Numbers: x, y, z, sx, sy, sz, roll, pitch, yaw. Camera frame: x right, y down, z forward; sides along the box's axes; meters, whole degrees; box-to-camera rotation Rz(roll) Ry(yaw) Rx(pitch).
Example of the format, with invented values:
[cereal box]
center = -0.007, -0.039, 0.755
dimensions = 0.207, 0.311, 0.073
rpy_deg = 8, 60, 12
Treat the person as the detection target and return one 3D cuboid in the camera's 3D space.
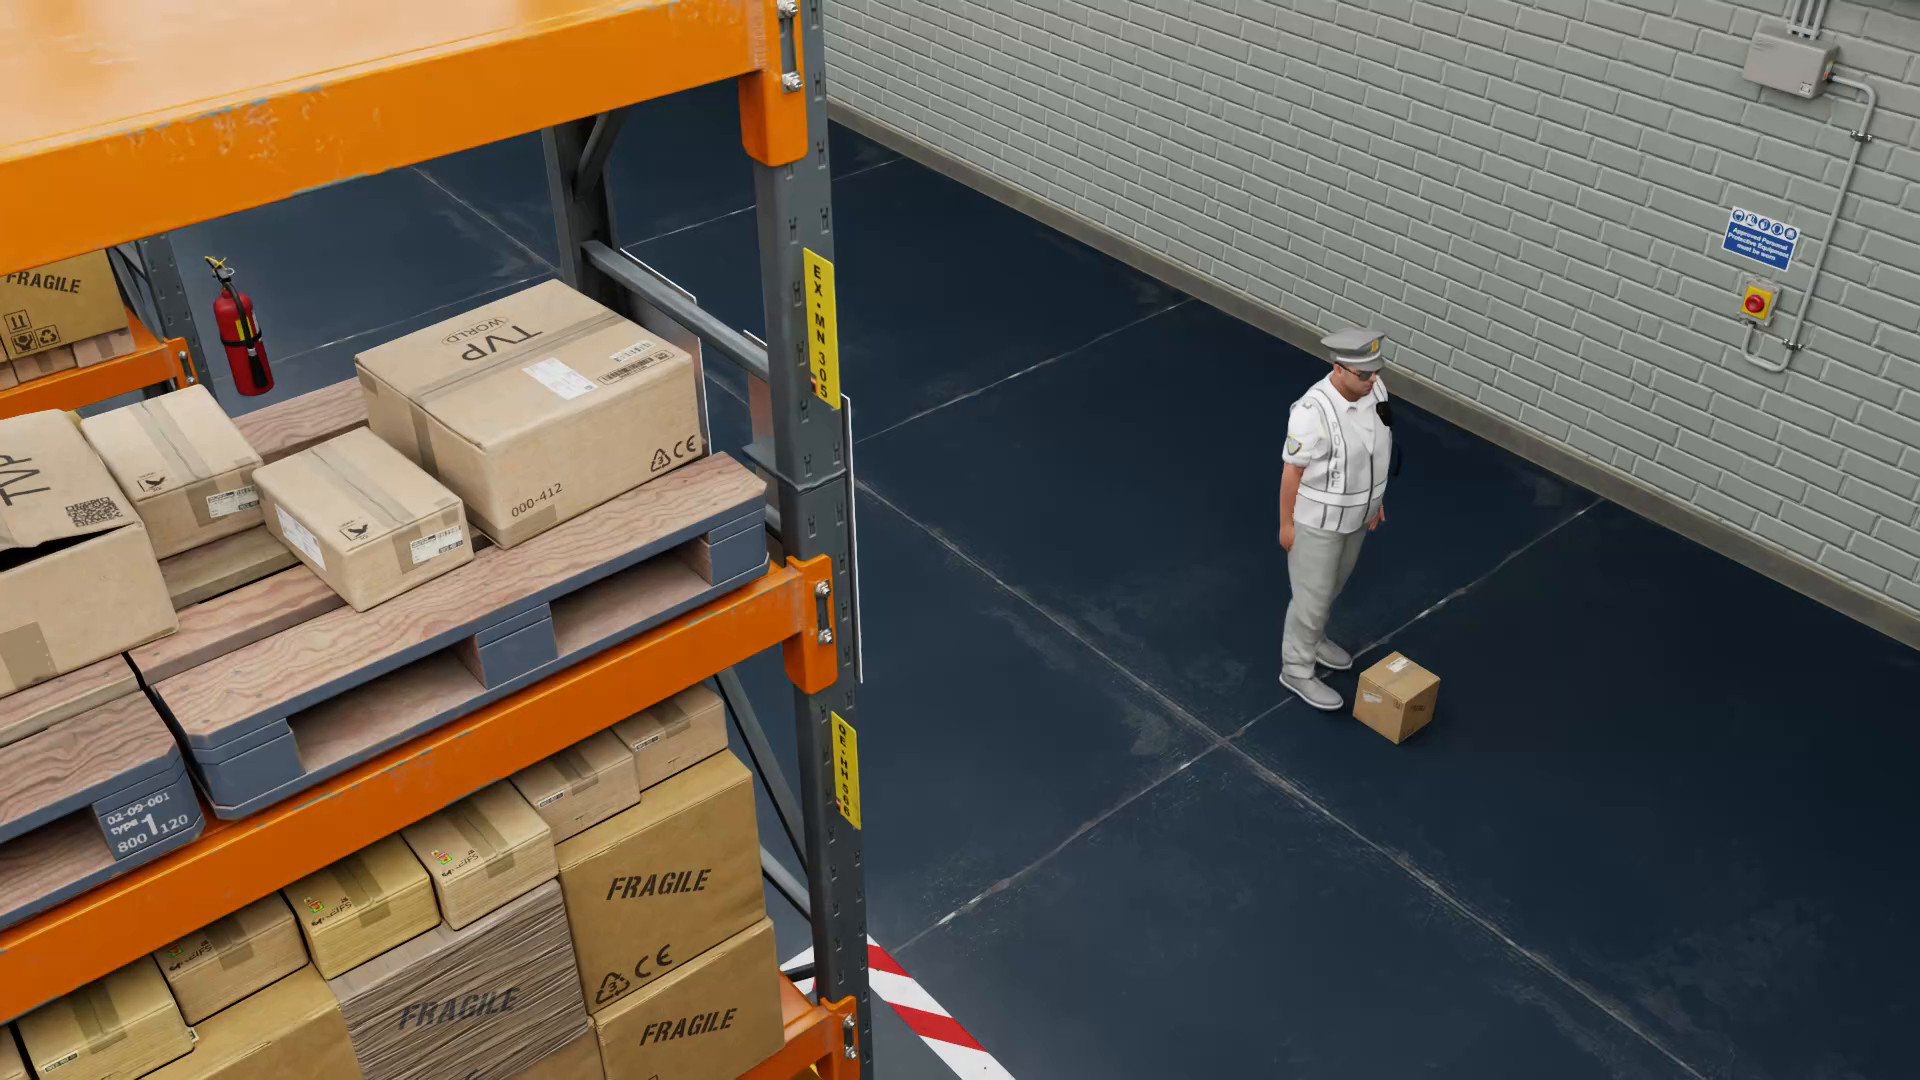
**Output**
[person]
center = 1.667, -0.112, 7.218
dimensions = 0.538, 1.759, 0.516
rpy_deg = -25, 43, -31
